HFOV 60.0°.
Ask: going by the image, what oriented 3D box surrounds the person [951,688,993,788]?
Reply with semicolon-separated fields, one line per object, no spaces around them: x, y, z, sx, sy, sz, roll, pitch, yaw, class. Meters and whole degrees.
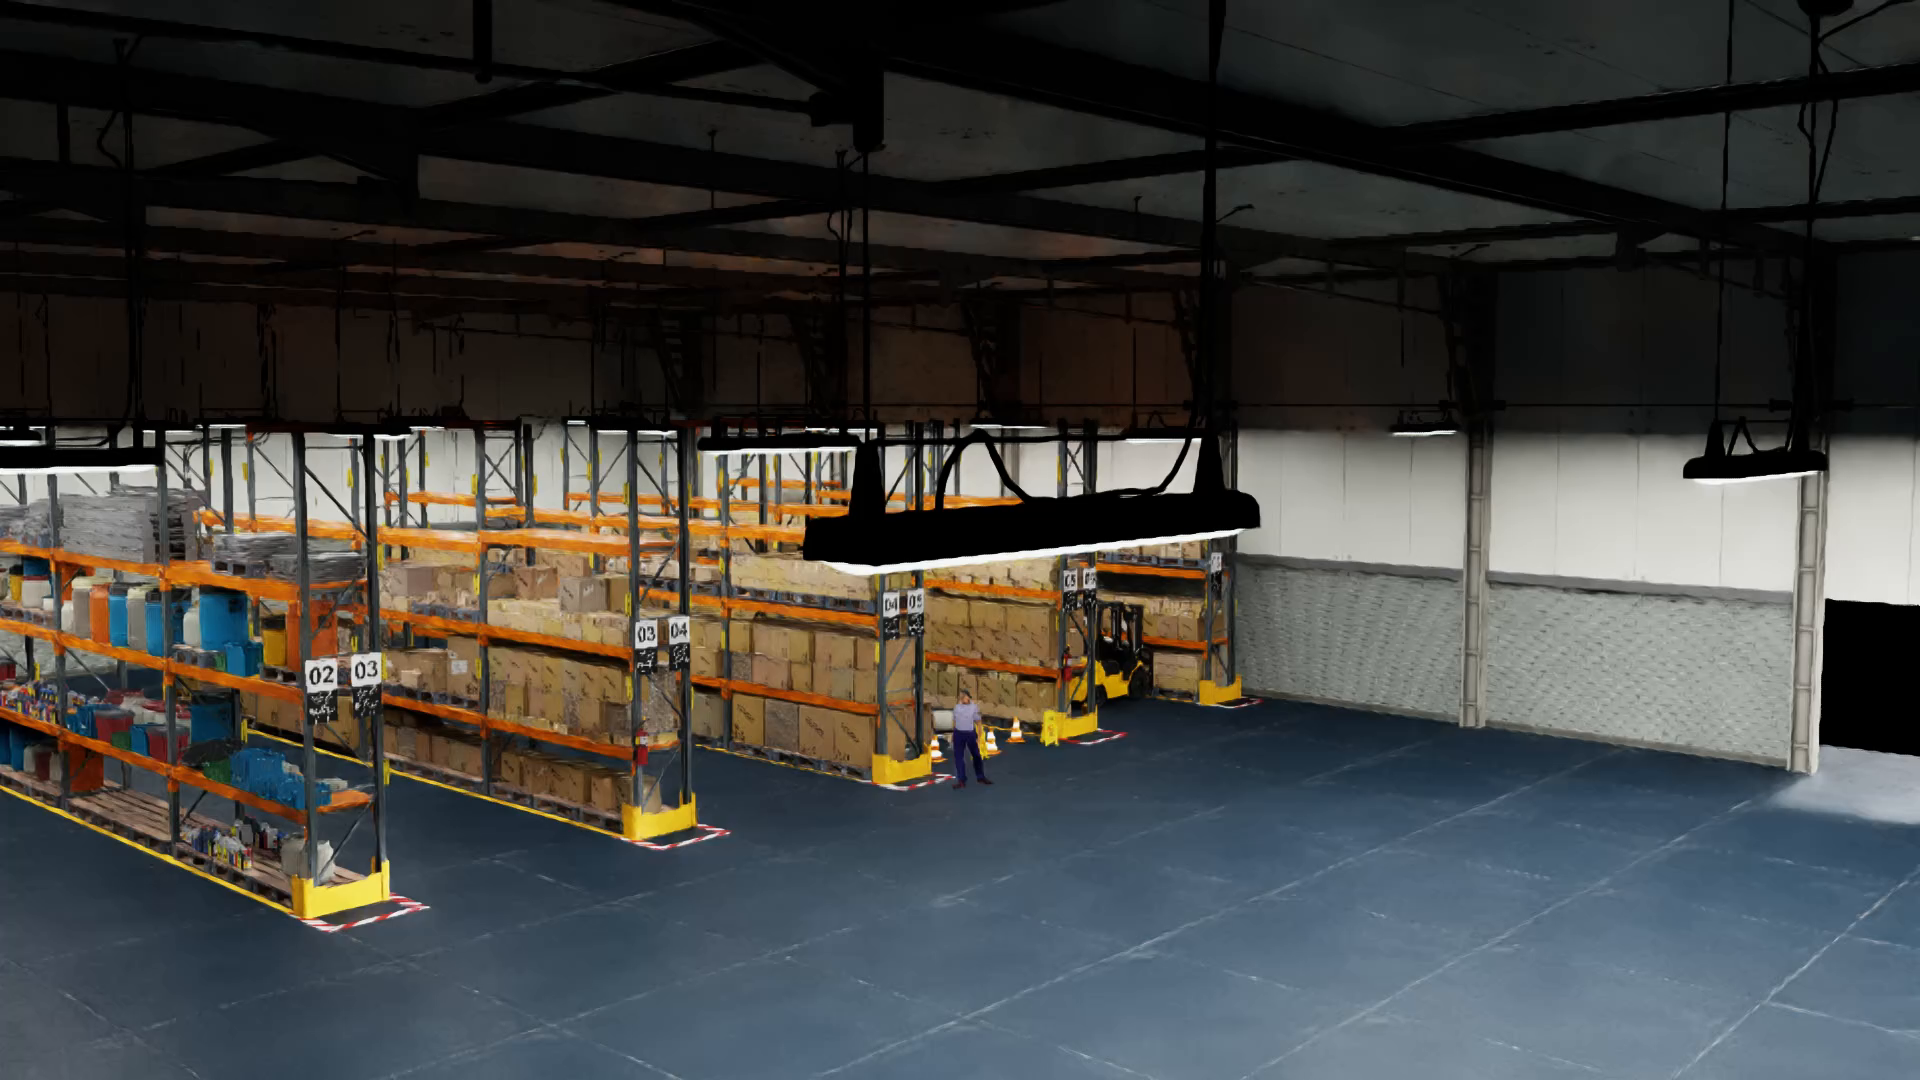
0.191;3.269;27.578;0.685;1.643;0.480;1;5;13;person
